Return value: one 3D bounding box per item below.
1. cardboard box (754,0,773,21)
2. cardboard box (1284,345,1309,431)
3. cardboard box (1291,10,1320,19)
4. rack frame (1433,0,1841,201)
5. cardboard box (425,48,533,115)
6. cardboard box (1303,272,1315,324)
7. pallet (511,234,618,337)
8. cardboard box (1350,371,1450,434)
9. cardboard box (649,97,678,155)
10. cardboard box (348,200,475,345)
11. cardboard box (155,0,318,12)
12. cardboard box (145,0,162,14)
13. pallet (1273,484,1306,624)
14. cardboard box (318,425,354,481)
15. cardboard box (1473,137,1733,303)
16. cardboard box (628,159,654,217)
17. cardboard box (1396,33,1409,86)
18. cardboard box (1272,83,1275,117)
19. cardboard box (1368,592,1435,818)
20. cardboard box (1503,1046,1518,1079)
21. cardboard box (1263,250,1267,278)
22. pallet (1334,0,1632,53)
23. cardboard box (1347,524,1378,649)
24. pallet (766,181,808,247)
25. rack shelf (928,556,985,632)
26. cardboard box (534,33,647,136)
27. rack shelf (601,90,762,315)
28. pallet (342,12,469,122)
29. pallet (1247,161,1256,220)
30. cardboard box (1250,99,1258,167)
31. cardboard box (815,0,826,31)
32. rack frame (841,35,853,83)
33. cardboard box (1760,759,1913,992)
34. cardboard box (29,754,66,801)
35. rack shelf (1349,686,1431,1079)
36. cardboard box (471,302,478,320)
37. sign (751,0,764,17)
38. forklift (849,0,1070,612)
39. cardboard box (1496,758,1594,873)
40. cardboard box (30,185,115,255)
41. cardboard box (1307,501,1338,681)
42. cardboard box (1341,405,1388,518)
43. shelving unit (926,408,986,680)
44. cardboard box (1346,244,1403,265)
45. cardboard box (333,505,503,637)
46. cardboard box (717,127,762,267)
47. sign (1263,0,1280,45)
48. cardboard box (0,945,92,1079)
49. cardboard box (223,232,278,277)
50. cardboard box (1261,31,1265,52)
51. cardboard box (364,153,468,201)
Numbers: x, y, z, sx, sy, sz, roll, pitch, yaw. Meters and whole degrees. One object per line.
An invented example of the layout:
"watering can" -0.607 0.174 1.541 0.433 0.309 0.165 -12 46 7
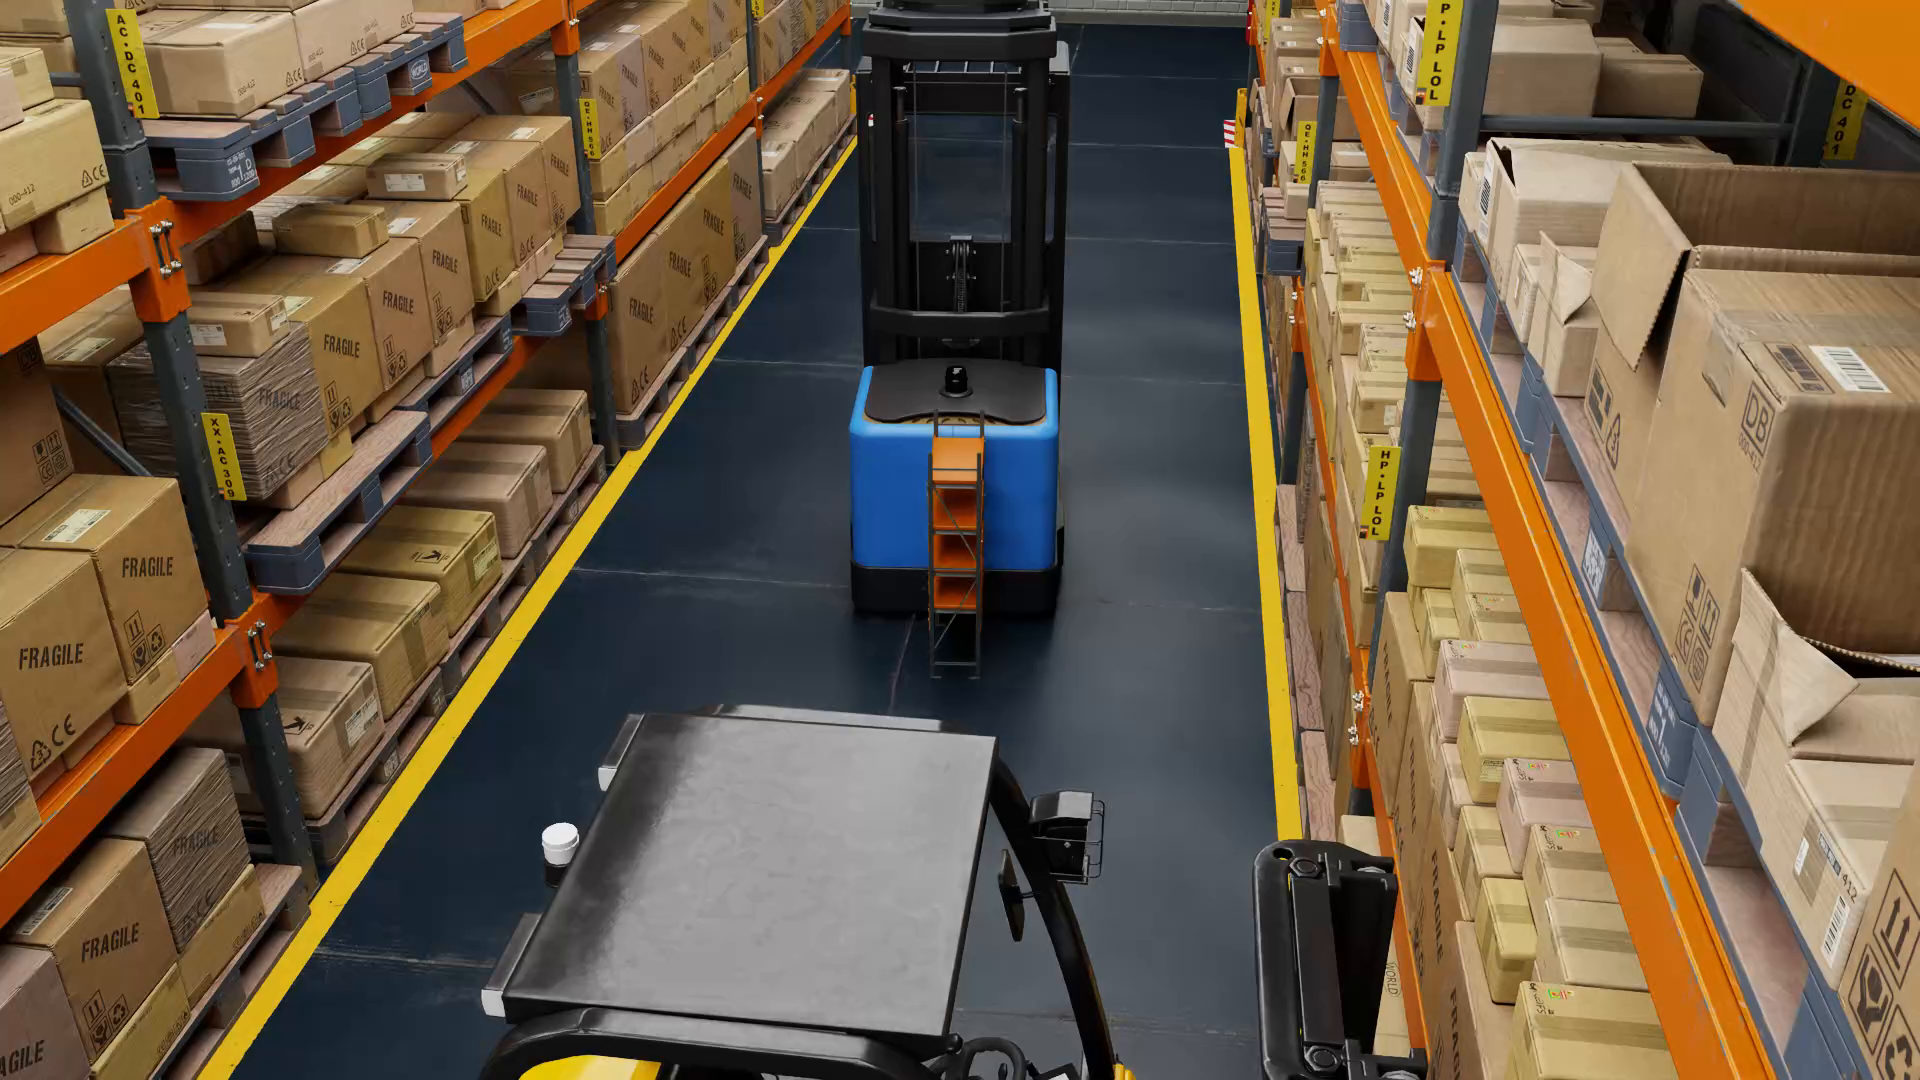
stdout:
"cardboard box" -1.787 -4.390 13.077 0.500 0.500 0.500 4 29 7
"cardboard box" 2.189 -0.823 9.807 0.500 0.500 0.500 4 29 8
"cardboard box" 2.782 -4.199 13.726 0.500 0.250 0.500 3 28 6
"rack frame" 1.861 -2.285 4.003 1.000 3.000 0.127 3 28 6
"cardboard box" -2.772 -2.556 9.672 0.500 0.500 0.500 3 28 5
"cardboard box" 2.054 -1.266 8.595 0.500 0.250 0.500 3 29 6
"pallet" -2.557 -1.387 8.865 1.213 0.211 1.003 3 28 6
"cardboard box" 1.679 -0.513 6.251 0.380 0.149 0.250 2 28 5
"cardboard box" -2.131 -2.669 10.672 0.500 0.250 0.500 3 28 6
"cardboard box" -2.537 -1.205 7.461 0.500 0.500 0.500 2 28 4
"cardboard box" -2.545 -2.077 5.968 0.500 0.250 0.500 3 28 5
"cardboard box" -3.071 -1.891 6.150 0.500 0.250 0.500 4 29 7
"pallet" 2.211 0.086 8.867 1.003 0.211 1.213 3 28 6
"cardboard box" -2.645 -0.364 6.584 0.380 0.149 0.250 4 29 7
"cardboard box" 1.517 -0.777 3.912 0.500 0.311 0.500 4 29 7
"cardboard box" -2.221 -2.206 10.340 0.500 0.250 0.500 3 28 5
"cardboard box" 1.694 -1.618 5.645 0.380 0.149 0.250 3 28 6
"cardboard box" 2.290 -2.904 11.176 0.396 0.266 0.258 5 29 9
"cardboard box" 1.547 0.506 5.043 0.500 0.500 0.500 3 28 5
"cardboard box" 1.268 1.125 3.210 0.380 0.149 0.250 4 29 7
"cardboard box" 2.558 -2.279 12.511 0.500 0.500 0.500 5 29 8
"pallet" 2.357 -2.439 7.652 1.213 0.211 1.003 5 29 9
"cardboard box" 1.663 0.170 5.930 0.500 0.250 0.500 4 29 7
"pallet" -1.915 -2.822 14.266 1.003 0.211 1.213 3 28 6
"rack shelf" -0.014 0.257 8.069 0.258 0.148 0.480 1 28 2
"cardboard box" -2.221 -2.750 10.031 0.500 0.500 0.500 3 29 6
"rack shelf" -2.331 -2.438 11.371 1.077 0.370 4.000 3 28 6
"pallet" -2.761 -1.941 6.726 1.213 0.211 1.003 3 28 6
"pallet" 3.073 -3.081 14.746 1.003 0.211 1.213 3 28 6
"cardboard box" 3.019 -3.694 15.137 0.700 0.500 0.500 4 29 8
"cardboard box" -1.522 -4.903 15.082 0.500 0.500 0.500 4 29 8
"rack frame" -1.596 -5.579 16.443 1.000 3.000 0.127 3 28 6
"cardboard box" 1.171 0.393 1.913 0.380 0.149 0.250 3 28 5
"cardboard box" -2.980 0.702 5.050 0.380 0.149 0.250 3 28 5
"rack shelf" 1.616 1.614 3.849 1.077 0.370 4.000 3 28 6
"cardboard box" -2.544 -1.109 7.967 0.380 0.149 0.250 4 29 7
"sign" -1.546 -4.144 12.642 0.100 0.325 0.005 3 28 6
"forklift" 0.024 -1.585 9.102 1.130 2.935 3.031 1 28 2
"cardboard box" 1.448 0.639 3.797 0.380 0.149 0.250 3 28 6
"cardboard box" -2.801 -0.974 4.997 0.380 0.149 0.250 3 29 6
"cardboard box" 2.106 0.252 7.681 0.875 0.625 0.625 2 28 4
"cardboard box" 1.723 -0.286 6.250 0.500 0.250 0.500 3 28 5
"shelving unit" -0.014 0.023 7.943 0.258 1.200 0.503 1 28 2
"cardboard box" 1.962 -1.231 7.584 0.380 0.149 0.250 4 29 7
"cardboard box" -2.836 0.128 8.177 0.950 0.372 0.625 4 29 8
"cardboard box" -2.082 -2.649 12.802 0.875 0.875 0.875 4 29 8
"sign" 2.302 -3.819 12.263 0.100 0.325 0.005 3 28 6
"cardboard box" -2.994 1.539 4.897 0.500 0.500 0.500 5 29 9
"cardboard box" -3.108 -0.997 7.076 0.500 0.500 0.500 4 29 8
"cardboard box" 2.799 -4.314 14.360 0.380 0.149 0.250 4 29 7
"cardboard box" -2.496 -1.672 7.646 0.380 0.149 0.250 2 28 4
